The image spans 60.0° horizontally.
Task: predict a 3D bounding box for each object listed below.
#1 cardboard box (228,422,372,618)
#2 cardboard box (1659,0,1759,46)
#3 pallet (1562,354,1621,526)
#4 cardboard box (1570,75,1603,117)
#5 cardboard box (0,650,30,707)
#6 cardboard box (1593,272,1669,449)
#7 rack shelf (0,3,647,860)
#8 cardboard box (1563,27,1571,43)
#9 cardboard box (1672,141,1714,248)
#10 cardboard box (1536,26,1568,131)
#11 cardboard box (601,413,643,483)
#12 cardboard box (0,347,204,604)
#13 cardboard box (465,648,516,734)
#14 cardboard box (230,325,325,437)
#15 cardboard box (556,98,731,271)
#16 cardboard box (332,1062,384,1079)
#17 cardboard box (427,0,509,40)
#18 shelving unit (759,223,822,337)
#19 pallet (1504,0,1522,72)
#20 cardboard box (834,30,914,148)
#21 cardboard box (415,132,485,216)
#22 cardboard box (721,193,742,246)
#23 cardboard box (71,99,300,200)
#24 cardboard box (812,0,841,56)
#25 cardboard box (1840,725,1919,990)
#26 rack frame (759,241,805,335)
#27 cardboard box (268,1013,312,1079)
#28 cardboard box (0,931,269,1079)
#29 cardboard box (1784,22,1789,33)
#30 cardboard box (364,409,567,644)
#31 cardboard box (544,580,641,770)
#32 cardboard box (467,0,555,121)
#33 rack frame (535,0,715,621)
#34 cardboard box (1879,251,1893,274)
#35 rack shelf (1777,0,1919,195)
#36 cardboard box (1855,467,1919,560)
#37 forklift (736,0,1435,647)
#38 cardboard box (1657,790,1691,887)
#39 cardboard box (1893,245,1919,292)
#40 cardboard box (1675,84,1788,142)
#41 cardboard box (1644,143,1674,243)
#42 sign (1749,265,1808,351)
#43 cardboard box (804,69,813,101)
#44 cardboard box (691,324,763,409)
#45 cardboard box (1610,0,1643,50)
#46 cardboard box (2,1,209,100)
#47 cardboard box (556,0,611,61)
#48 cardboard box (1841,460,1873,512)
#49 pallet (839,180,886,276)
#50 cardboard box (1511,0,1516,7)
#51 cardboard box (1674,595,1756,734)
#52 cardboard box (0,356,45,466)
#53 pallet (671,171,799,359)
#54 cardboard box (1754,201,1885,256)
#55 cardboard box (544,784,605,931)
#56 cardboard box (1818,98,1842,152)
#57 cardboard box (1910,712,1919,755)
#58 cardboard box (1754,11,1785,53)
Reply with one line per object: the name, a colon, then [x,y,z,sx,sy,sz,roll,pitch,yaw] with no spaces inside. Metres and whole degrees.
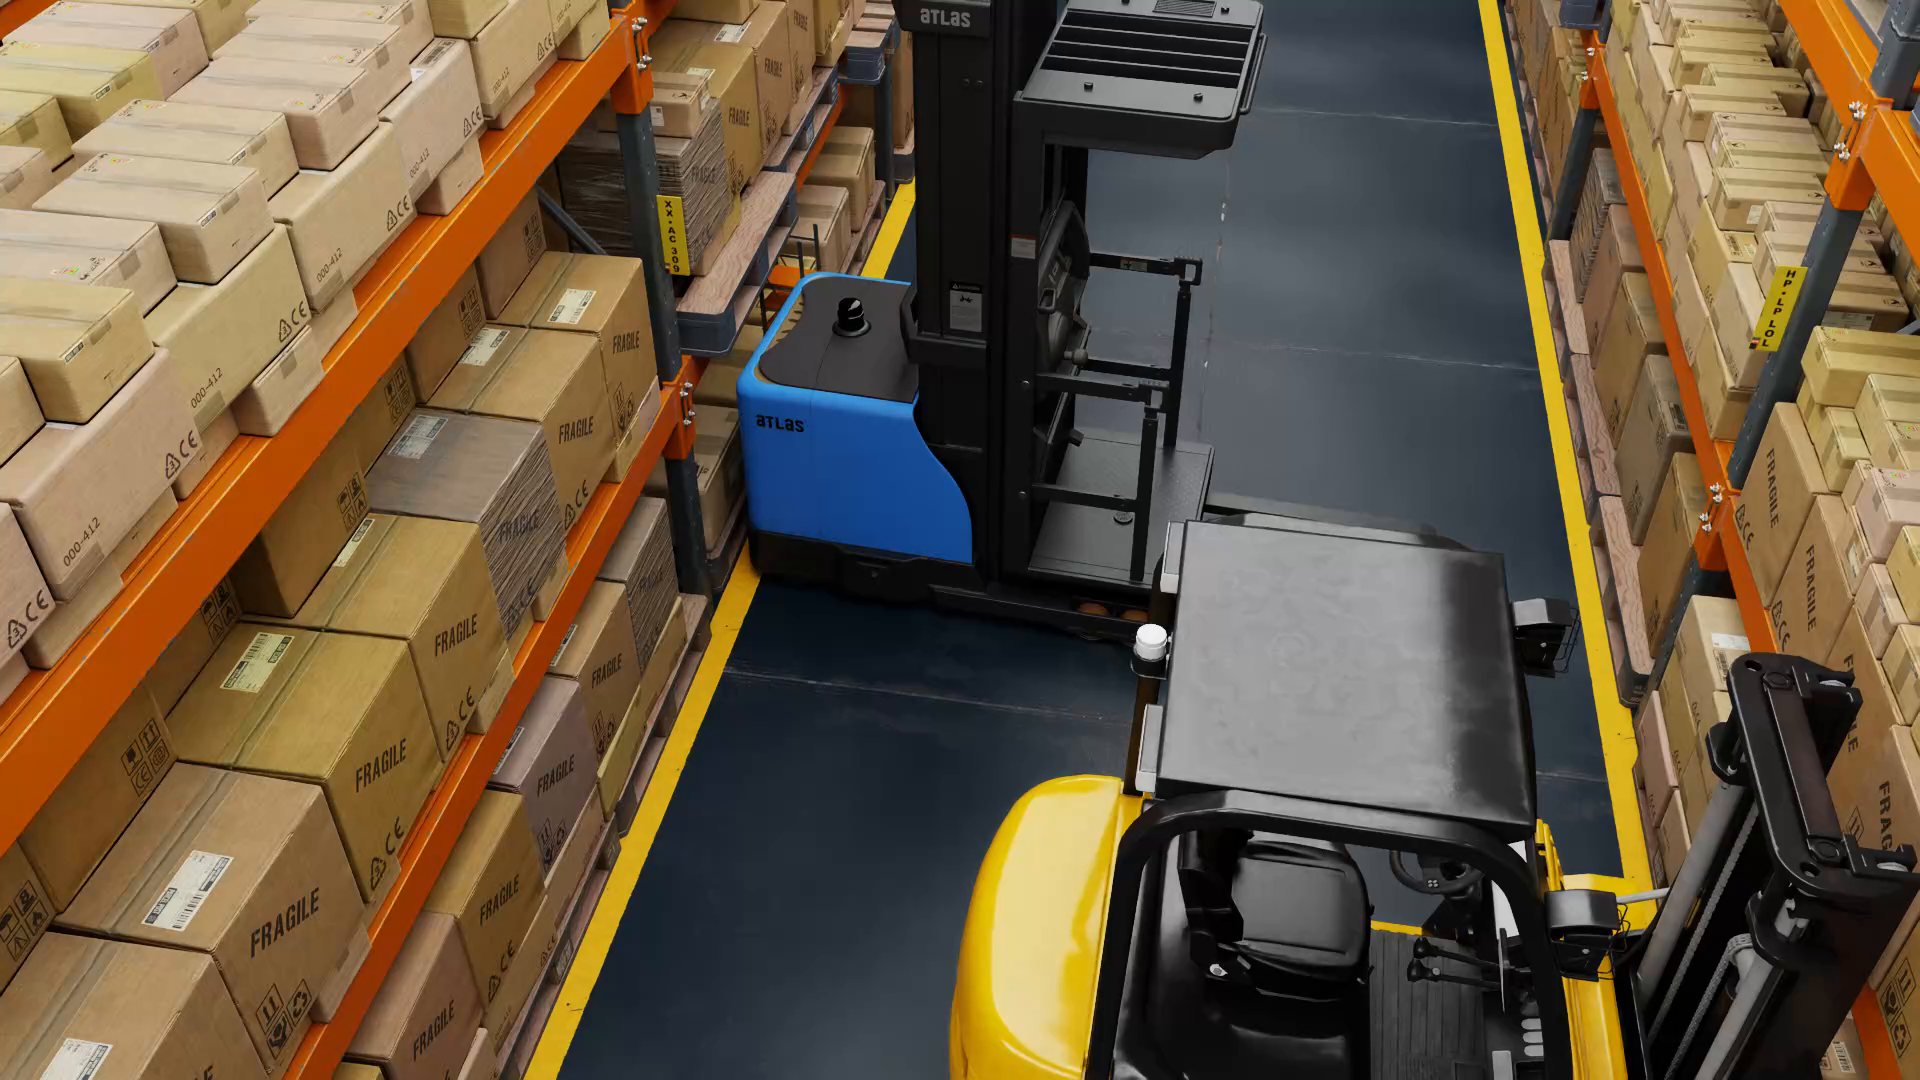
cardboard box: [-2.118,-0.170,4.602,0.700,0.500,0.500,6,40,7]
cardboard box: [3.535,-2.440,7.857,0.380,0.149,0.250,7,40,8]
pallet: [3.583,-0.466,8.245,1.003,0.211,1.213,6,40,8]
cardboard box: [3.814,-2.603,9.764,0.380,0.149,0.250,5,40,5]
cardboard box: [-1.962,0.253,3.030,0.380,0.149,0.250,5,40,6]
cardboard box: [3.635,-0.840,8.042,0.875,0.625,0.625,5,40,6]
rack shelf: [-1.950,-0.475,4.278,1.077,0.370,4.000,6,40,8]
cardboard box: [4.052,-3.255,10.553,0.380,0.149,0.250,6,40,7]
cardboard box: [3.295,-1.421,6.937,0.500,0.250,0.500,7,40,9]
cardboard box: [4.024,-2.946,10.688,0.500,0.500,0.500,8,40,10]
cardboard box: [-1.396,-0.362,6.127,0.380,0.149,0.250,7,40,9]
cardboard box: [-1.850,-0.155,3.210,0.500,0.250,0.500,6,40,7]
cardboard box: [-1.615,0.442,5.156,0.380,0.149,0.250,7,40,8]
cardboard box: [-1.699,-0.384,3.800,0.380,0.149,0.250,7,40,8]
cardboard box: [-1.241,-1.429,6.579,0.500,0.500,0.500,7,40,9]
cardboard box: [-1.881,1.777,4.583,0.500,0.500,0.500,5,40,6]
cardboard box: [-1.462,-1.492,4.515,0.380,0.149,0.250,8,40,9]
shelving unit: [-0.787,-0.946,7.982,0.258,1.200,0.189,11,39,16]
pallet: [4.566,-3.737,12.202,1.003,0.211,1.213,6,40,8]
cardboard box: [-0.711,-3.129,10.615,0.875,0.875,0.875,6,40,7]
cardboard box: [-1.550,-1.034,4.587,0.380,0.149,0.250,7,40,9]
cardboard box: [-1.145,-1.384,7.034,0.380,0.149,0.250,7,40,9]
cardboard box: [-1.740,-0.859,3.750,0.380,0.149,0.250,7,40,9]
cardboard box: [-0.882,-2.718,8.139,0.500,0.500,0.500,4,40,5]
cardboard box: [2.683,0.865,4.368,0.500,0.500,0.500,7,40,8]
rack frame: [-0.817,-0.893,7.914,0.240,1.200,0.006,11,39,16]
cardboard box: [-1.878,1.248,4.180,0.380,0.149,0.250,5,40,6]
cardboard box: [-1.941,1.239,3.682,0.500,0.500,0.500,6,40,7]
cardboard box: [4.107,-2.384,7.789,0.380,0.149,0.250,6,40,7]
cardboard box: [-1.604,-0.048,5.239,0.500,0.500,0.500,7,40,9]
cardboard box: [-1.528,0.478,6.154,0.500,0.500,0.500,7,40,8]
cardboard box: [-1.502,-1.440,4.765,0.500,0.250,0.500,6,40,7]
rack frame: [-1.604,-0.851,6.522,1.000,3.000,0.127,6,40,8]
cardboard box: [3.723,-1.046,6.483,0.500,0.250,0.500,6,40,7]
rack shelf: [3.631,-2.440,6.655,1.077,0.370,4.000,6,40,8]
cardboard box: [2.801,-0.057,4.740,0.380,0.149,0.250,7,40,9]
forklift: [0.612,-1.035,6.798,3.031,2.935,1.130,9,40,10]
cardboard box: [2.803,1.179,5.895,0.500,0.250,0.500,6,40,7]
cardboard box: [3.656,-0.954,6.059,0.380,0.149,0.250,5,40,6]
cardboard box: [3.287,-1.814,7.099,0.380,0.149,0.250,5,40,6]
cardboard box: [3.394,-1.543,7.476,0.500,0.250,0.500,8,40,9]
sign: [2.749,-0.776,5.584,0.100,0.325,0.005,6,40,8]
cardboard box: [-0.927,-2.214,8.038,0.380,0.149,0.250,5,40,6]
cardboard box: [-1.395,-0.781,8.170,0.950,0.372,0.625,9,40,10]
cardboard box: [3.636,-2.703,8.487,0.500,0.250,0.500,6,40,8]
cardboard box: [-2.152,-1.233,4.201,0.380,0.149,0.250,6,40,7]
cardboard box: [-1.358,-1.678,5.366,0.380,0.149,0.250,7,40,8]
cardboard box: [2.910,-0.094,5.019,0.380,0.149,0.250,6,40,8]
pallet: [-1.049,-1.796,9.854,1.003,0.211,1.213,6,40,8]
cardboard box: [4.364,-4.247,12.261,0.500,0.500,0.500,8,40,10]
cardboard box: [2.893,0.475,5.961,0.500,0.250,0.500,6,40,7]
cardboard box: [-1.902,-0.218,2.974,0.380,0.149,0.250,6,40,8]
pallet: [-1.329,-1.241,7.144,1.003,0.211,1.213,6,40,8]
cardboard box: [3.247,-1.145,6.290,0.380,0.149,0.250,6,40,8]
cardboard box: [-1.617,1.101,5.989,0.500,0.250,0.500,7,40,8]
cardboard box: [3.867,-1.743,7.014,0.380,0.149,0.250,7,40,8]
cardboard box: [2.684,0.545,4.247,0.380,0.149,0.250,6,40,7]
cardboard box: [4.087,-2.318,8.021,0.500,0.250,0.500,7,40,8]
